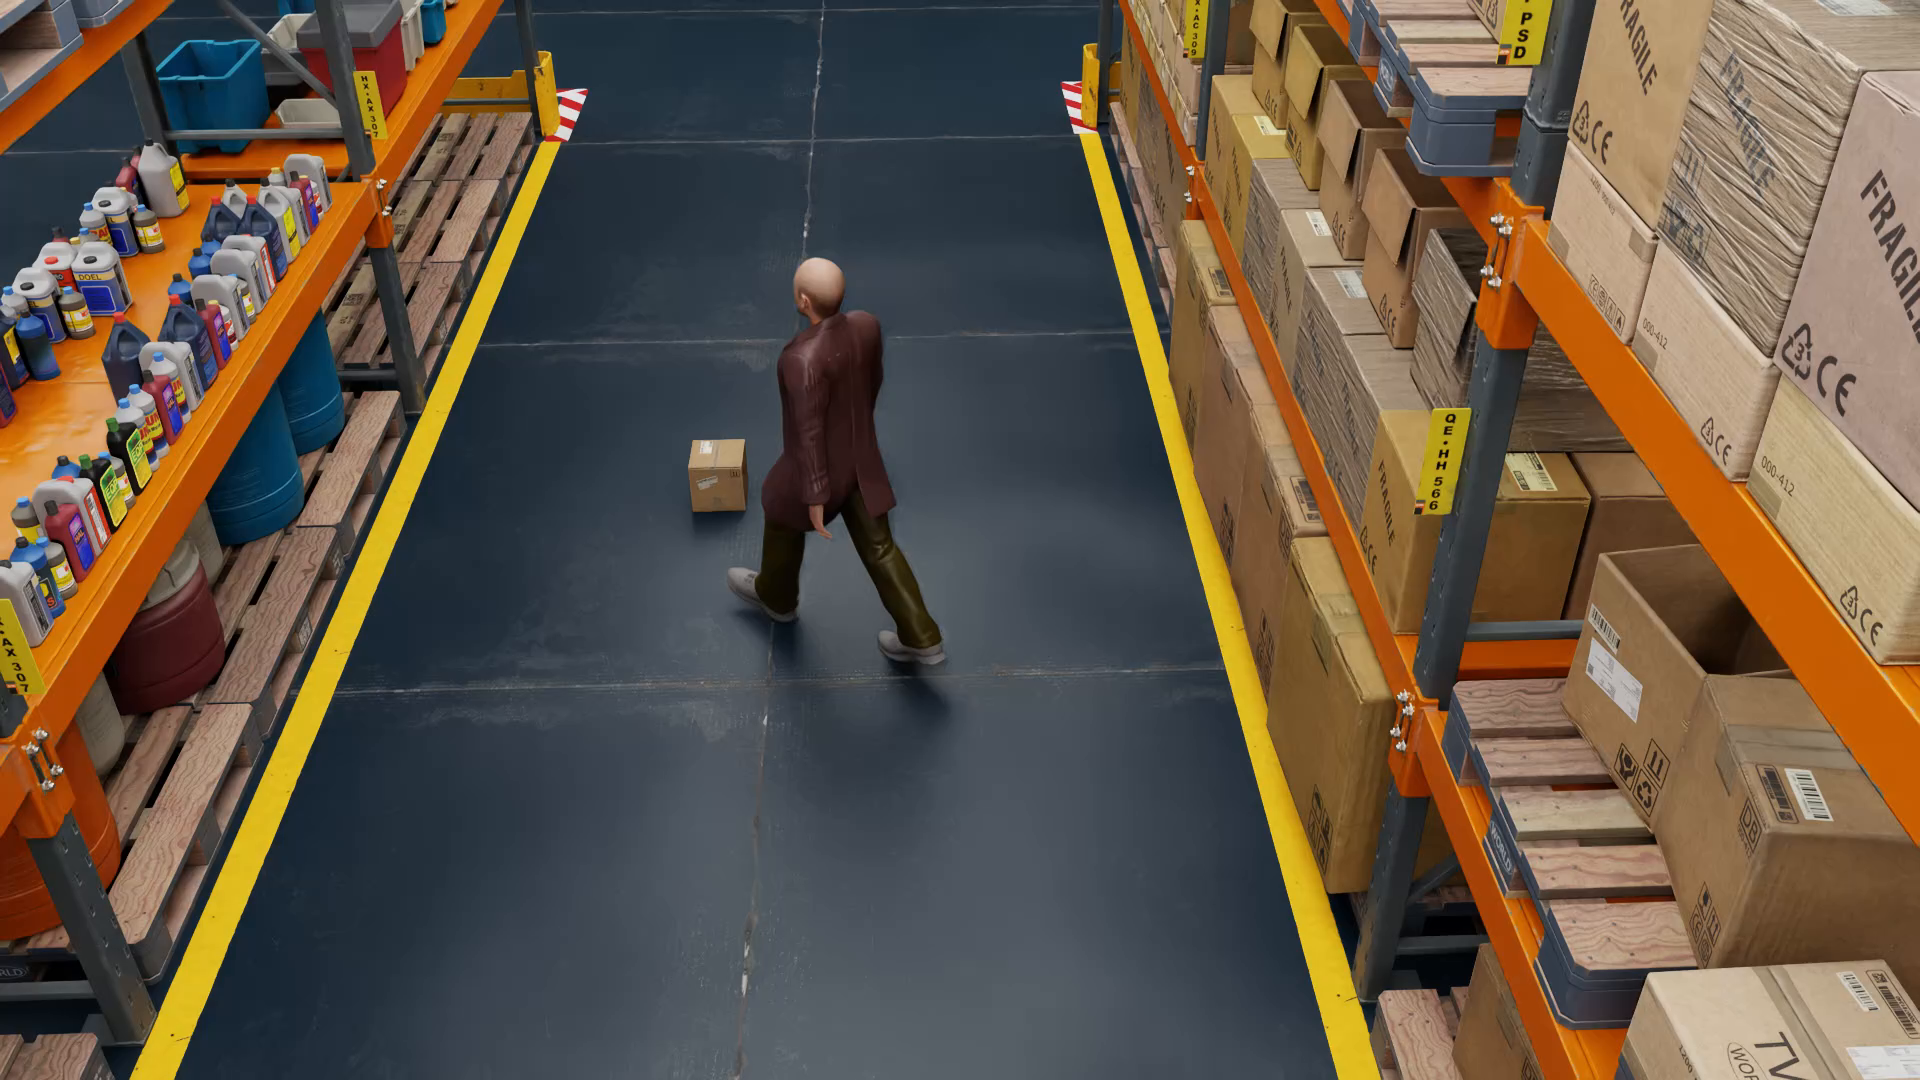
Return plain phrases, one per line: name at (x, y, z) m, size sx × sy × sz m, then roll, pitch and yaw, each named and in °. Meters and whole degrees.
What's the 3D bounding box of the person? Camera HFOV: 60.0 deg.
person at (-0.499, -0.319, 6.629) m, size 1.147 × 1.737 × 0.602 m, roll 28°, pitch 43°, yaw 34°
